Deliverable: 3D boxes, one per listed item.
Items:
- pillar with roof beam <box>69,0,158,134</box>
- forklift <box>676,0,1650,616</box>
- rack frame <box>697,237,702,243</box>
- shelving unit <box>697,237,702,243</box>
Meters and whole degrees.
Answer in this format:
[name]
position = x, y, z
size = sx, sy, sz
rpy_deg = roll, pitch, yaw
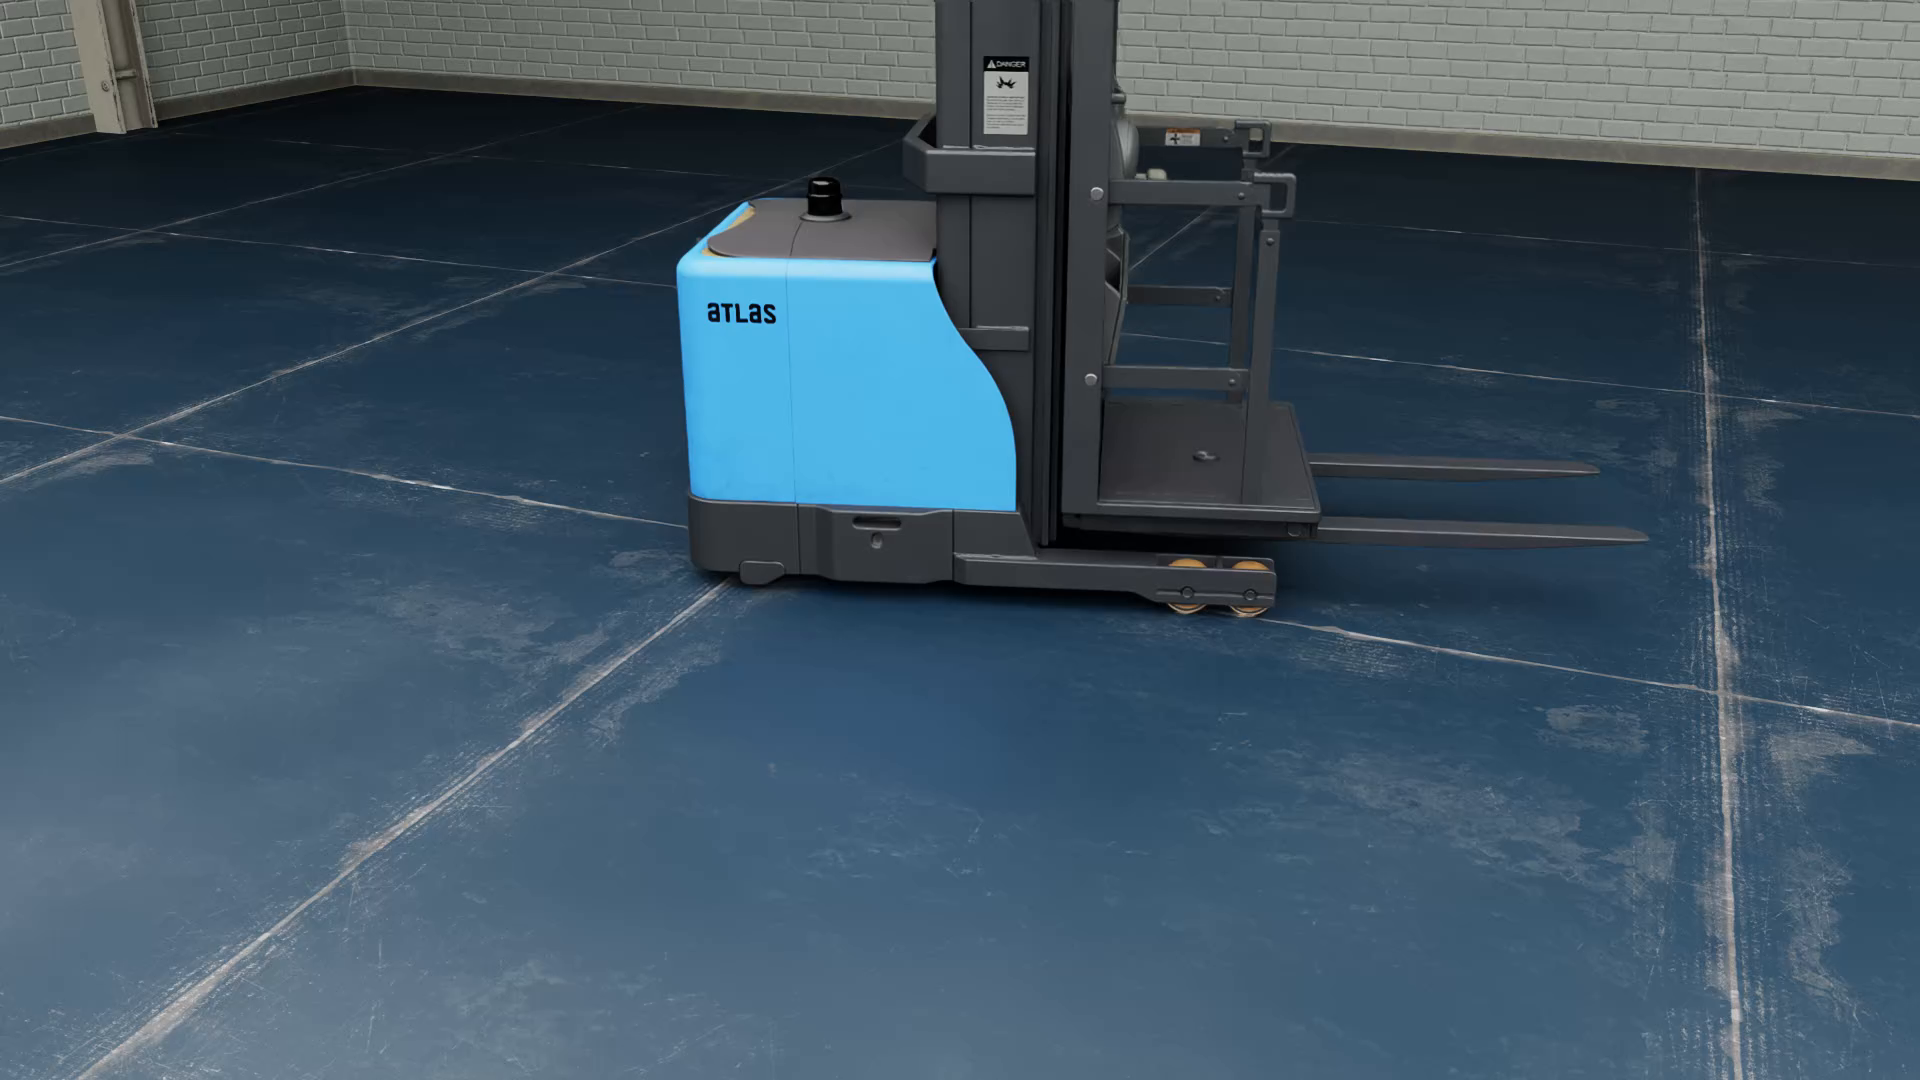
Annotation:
[pillar with roof beam]
position = -3.054, -7.011, 10.861
size = 9.100, 9.000, 0.400
rpy_deg = 9, 24, 20
[forklift]
position = 0.674, -1.332, 5.137
size = 3.031, 2.935, 1.130
rpy_deg = 2, 23, 5
[rack frame]
position = -0.891, -0.721, 6.309
size = 0.006, 0.900, 0.240
rpy_deg = 13, 26, 29
[shelving unit]
position = -0.804, -0.701, 6.260
size = 0.210, 0.900, 0.258
rpy_deg = 13, 26, 29
